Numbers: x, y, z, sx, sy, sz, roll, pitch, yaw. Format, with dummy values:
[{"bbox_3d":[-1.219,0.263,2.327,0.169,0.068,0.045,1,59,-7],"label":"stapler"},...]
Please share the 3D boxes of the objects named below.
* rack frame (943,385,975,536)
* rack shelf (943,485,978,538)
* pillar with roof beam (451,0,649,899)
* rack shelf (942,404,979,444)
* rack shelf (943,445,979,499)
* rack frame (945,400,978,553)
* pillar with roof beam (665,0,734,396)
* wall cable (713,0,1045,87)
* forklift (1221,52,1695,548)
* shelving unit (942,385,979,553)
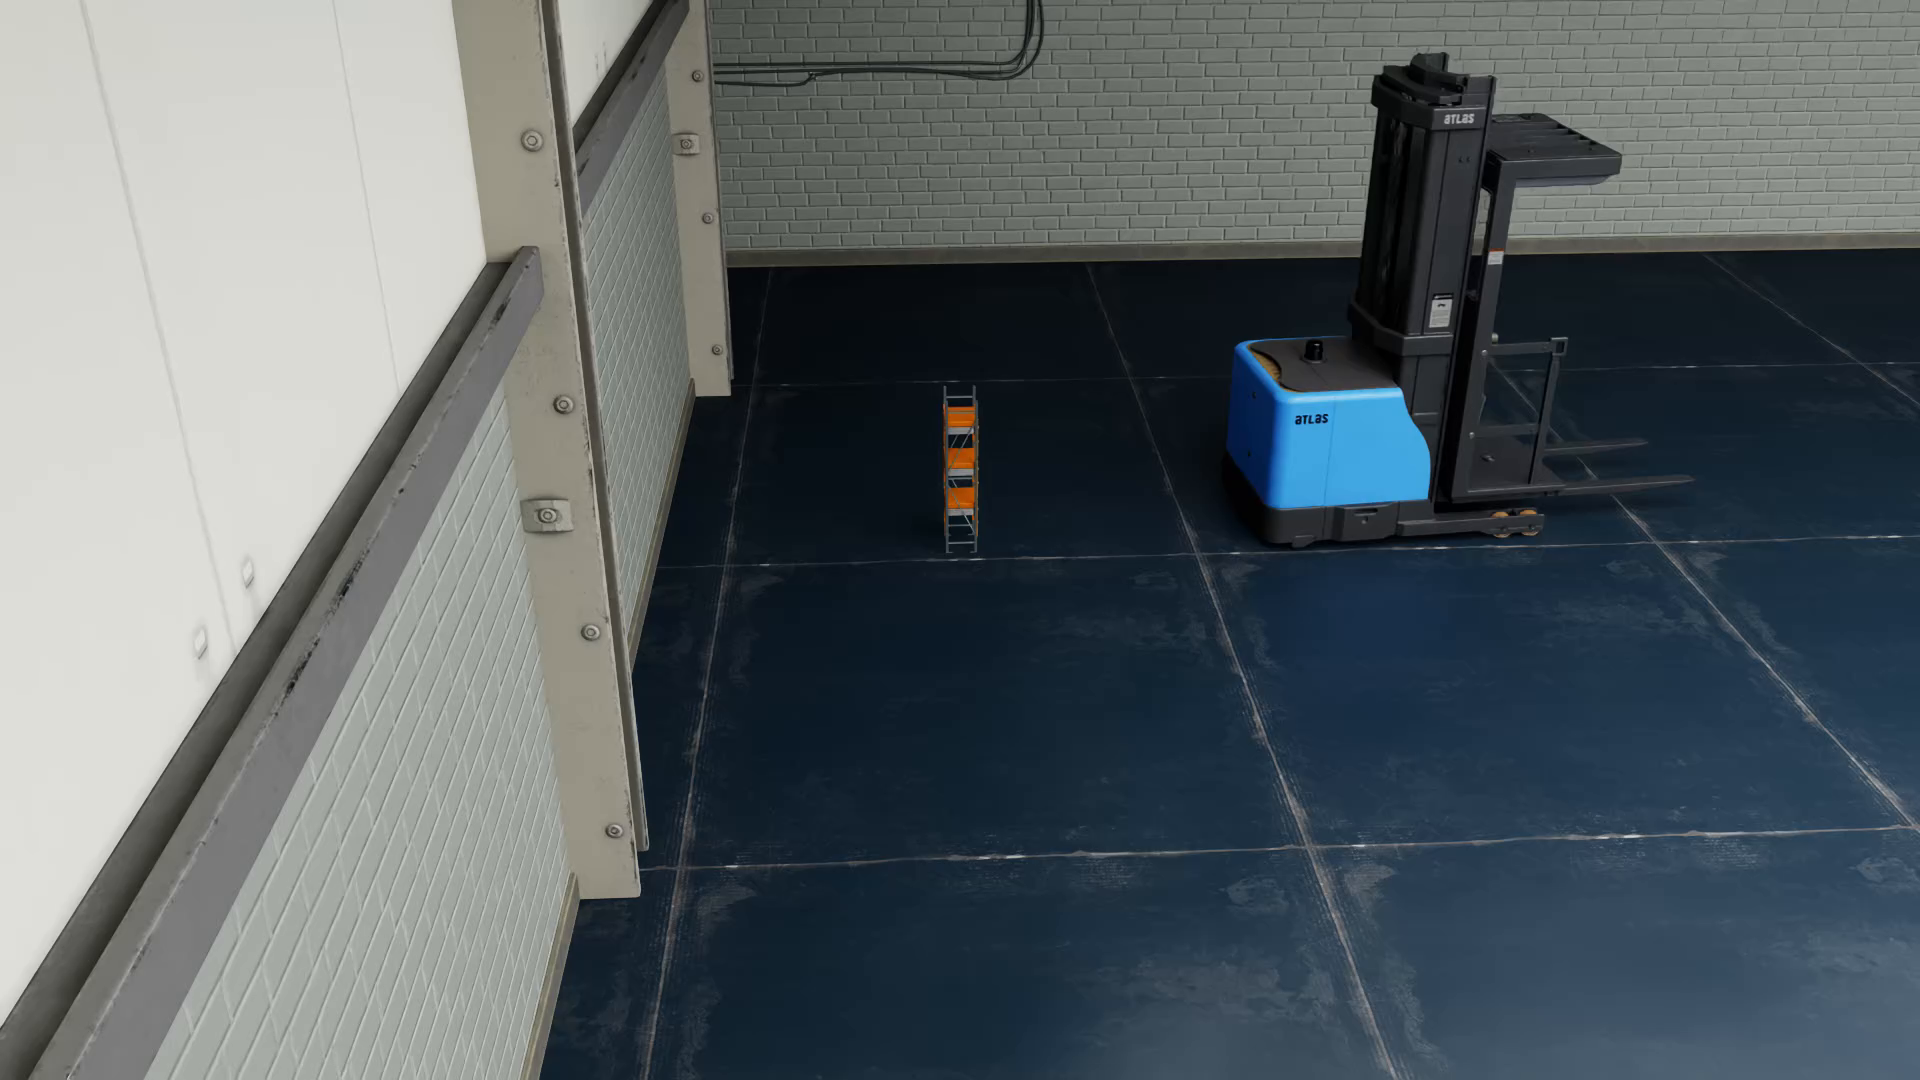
[{"bbox_3d":[-0.004,-0.497,10.630,0.200,1.050,0.008,-1,28,-3],"label":"rack frame"},{"bbox_3d":[0.003,-0.185,10.655,0.215,0.259,0.240,-1,28,-3],"label":"rack shelf"},{"bbox_3d":[2.658,-2.538,5.947,9.100,9.000,0.400,-1,28,-3],"label":"pillar with roof beam"},{"bbox_3d":[0.003,-0.683,10.396,0.215,0.259,0.240,-1,28,-3],"label":"rack shelf"},{"bbox_3d":[0.003,-0.431,10.527,0.215,0.259,0.240,-1,28,-3],"label":"rack shelf"},{"bbox_3d":[0.009,-0.384,10.414,0.200,1.050,0.008,-1,28,-3],"label":"rack frame"},{"bbox_3d":[2.345,-5.309,11.259,9.100,9.000,0.400,-1,28,-3],"label":"pillar with roof beam"},{"bbox_3d":[-0.787,-5.220,14.448,3.097,2.526,0.112,-1,28,-3],"label":"wall cable"},{"bbox_3d":[3.362,-1.552,10.618,3.031,2.935,1.130,-4,28,-8],"label":"forklift"},{"bbox_3d":[0.003,-0.441,10.522,0.215,1.050,0.252,-1,28,-3],"label":"shelving unit"}]
